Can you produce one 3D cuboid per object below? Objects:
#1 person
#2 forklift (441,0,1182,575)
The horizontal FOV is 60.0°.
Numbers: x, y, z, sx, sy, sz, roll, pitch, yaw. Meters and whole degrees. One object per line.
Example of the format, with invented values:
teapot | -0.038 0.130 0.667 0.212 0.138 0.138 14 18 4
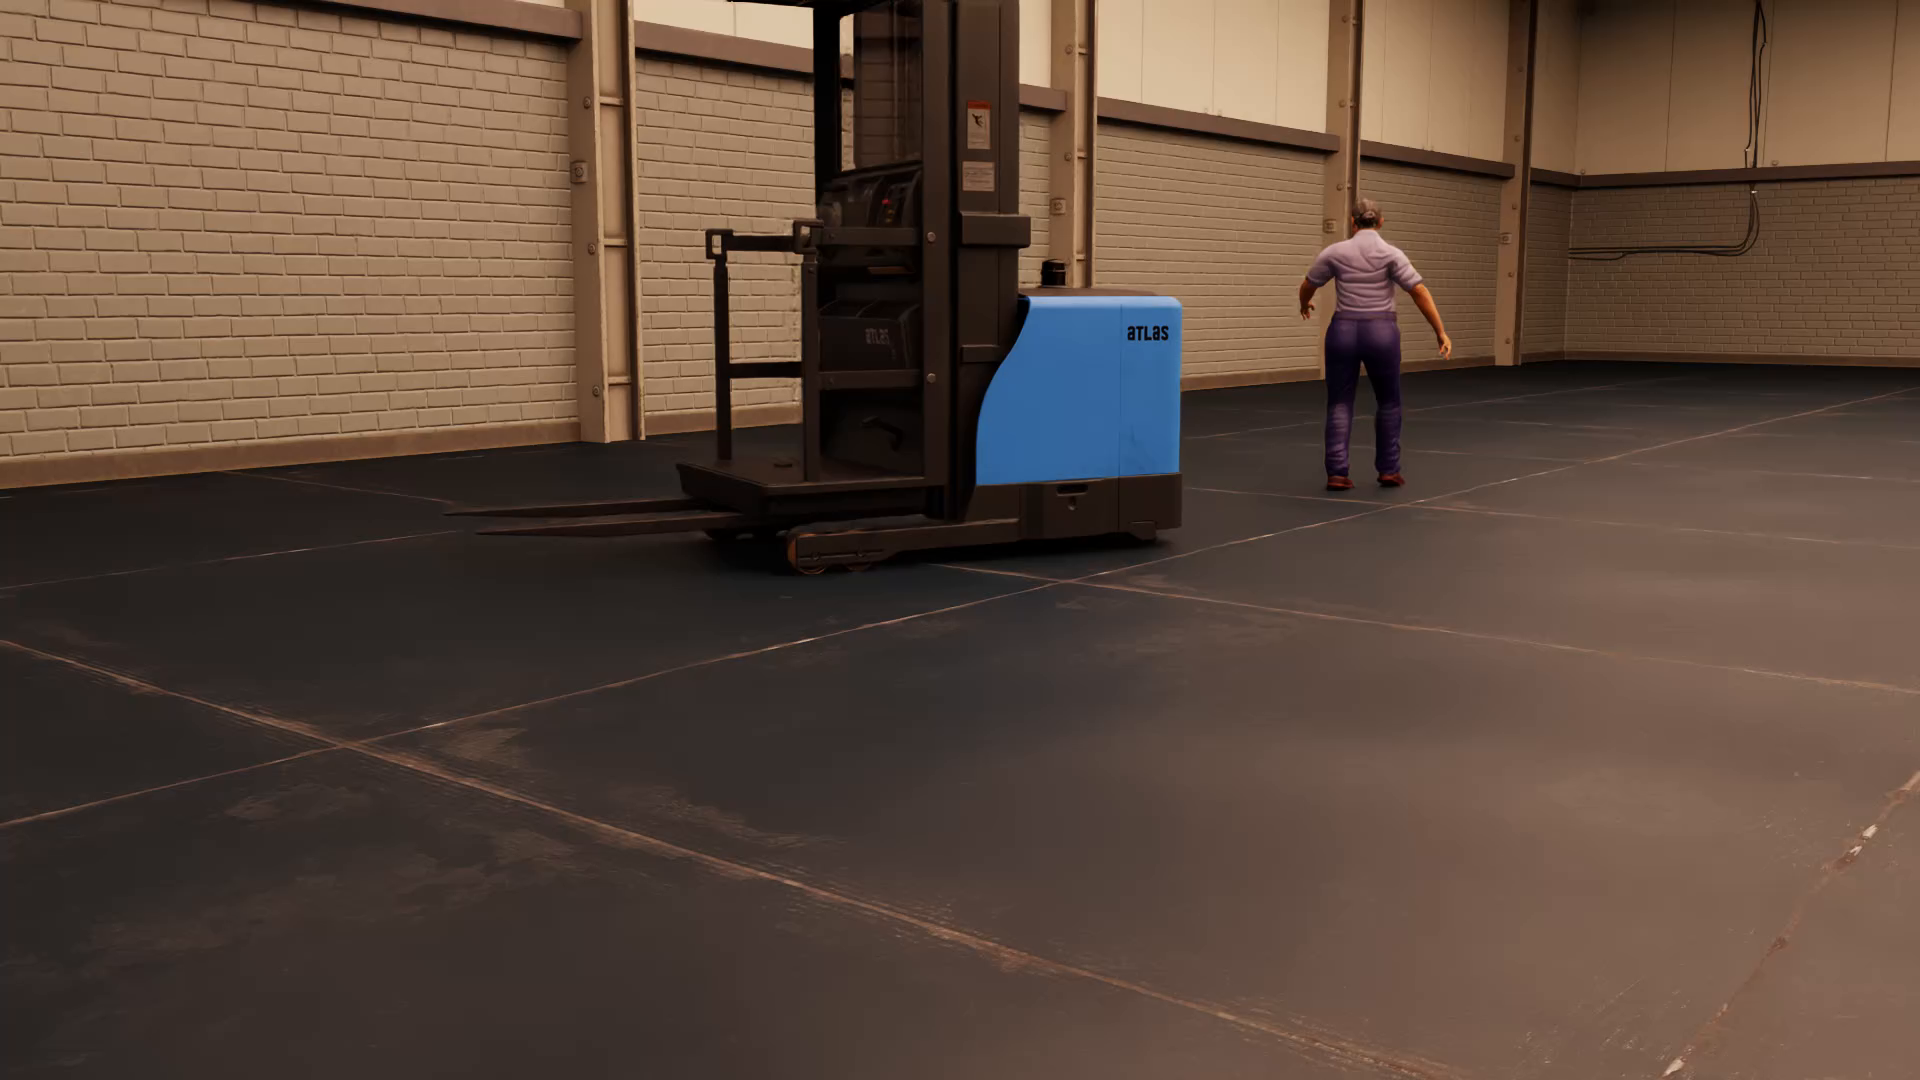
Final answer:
person | 2.327 -1.089 9.404 0.926 1.655 0.665 4 9 25
forklift | -0.573 -1.400 6.851 3.031 2.935 1.130 -4 9 -28
